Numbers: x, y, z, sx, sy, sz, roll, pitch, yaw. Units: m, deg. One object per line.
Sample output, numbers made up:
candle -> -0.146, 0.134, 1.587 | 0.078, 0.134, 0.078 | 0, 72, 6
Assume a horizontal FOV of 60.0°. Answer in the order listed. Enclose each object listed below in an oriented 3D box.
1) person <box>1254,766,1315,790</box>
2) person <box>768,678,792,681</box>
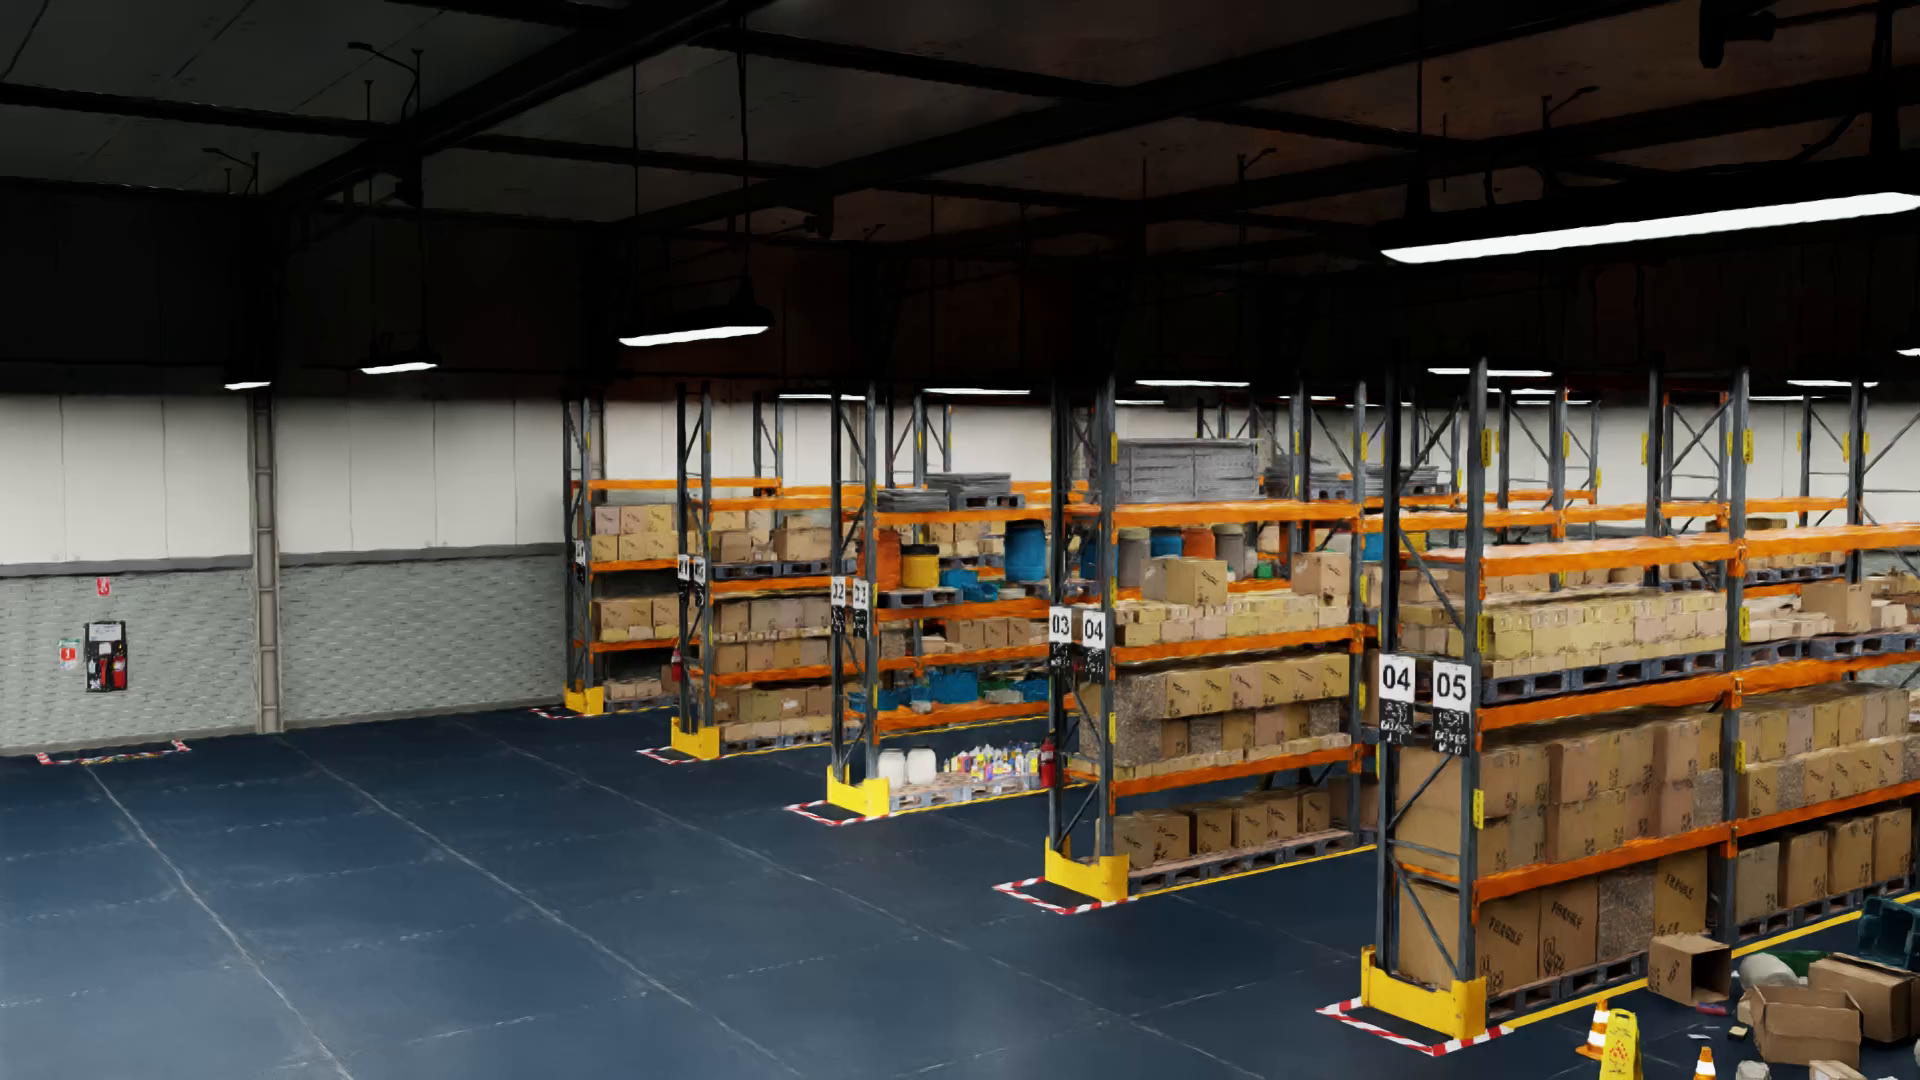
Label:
person -> 4.521, 2.799, 23.234 | 1.104, 1.716, 0.567 | -2, 4, -26
person -> -3.167, 2.410, 29.711 | 0.569, 1.667, 0.532 | 0, 4, -2
